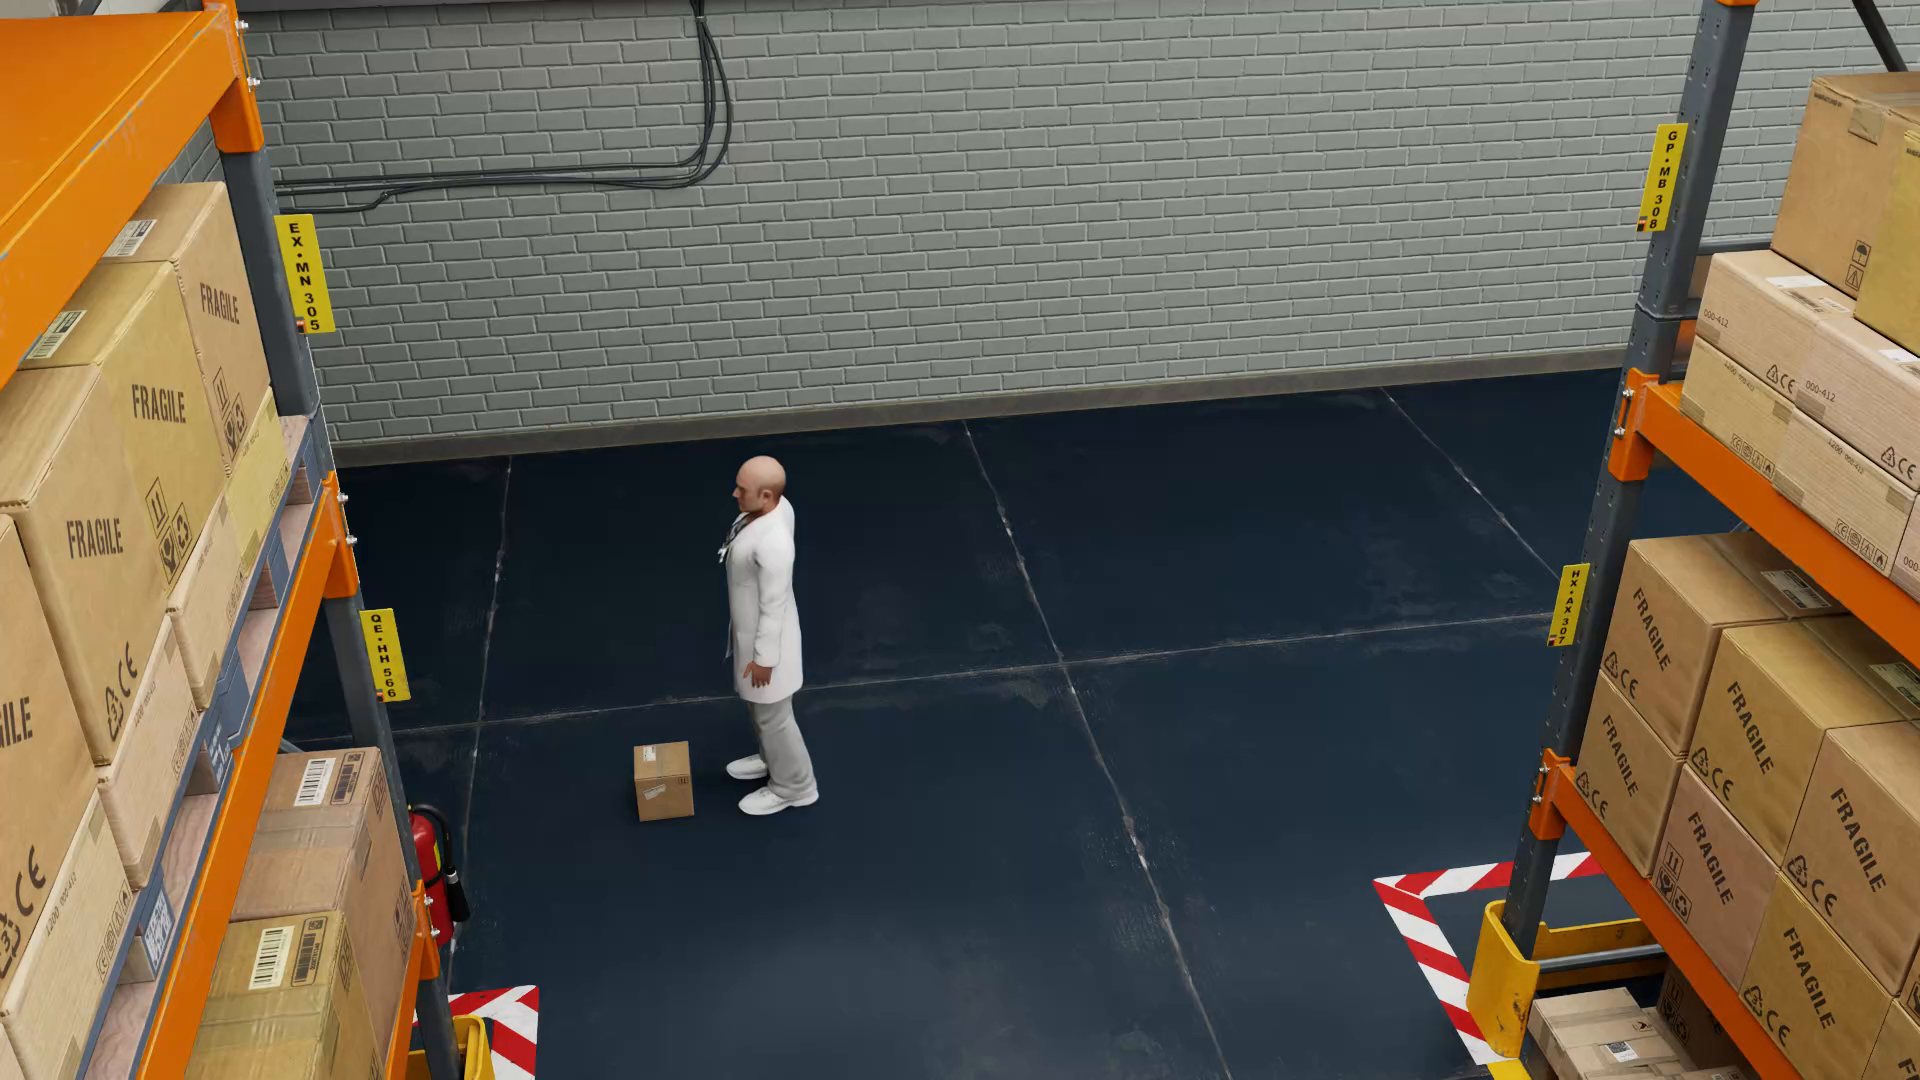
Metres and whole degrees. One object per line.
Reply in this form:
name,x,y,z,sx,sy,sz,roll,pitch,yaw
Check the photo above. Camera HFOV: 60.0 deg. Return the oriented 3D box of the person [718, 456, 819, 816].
person,-0.886,0.428,7.425,0.422,1.777,0.564,-5,31,-8
